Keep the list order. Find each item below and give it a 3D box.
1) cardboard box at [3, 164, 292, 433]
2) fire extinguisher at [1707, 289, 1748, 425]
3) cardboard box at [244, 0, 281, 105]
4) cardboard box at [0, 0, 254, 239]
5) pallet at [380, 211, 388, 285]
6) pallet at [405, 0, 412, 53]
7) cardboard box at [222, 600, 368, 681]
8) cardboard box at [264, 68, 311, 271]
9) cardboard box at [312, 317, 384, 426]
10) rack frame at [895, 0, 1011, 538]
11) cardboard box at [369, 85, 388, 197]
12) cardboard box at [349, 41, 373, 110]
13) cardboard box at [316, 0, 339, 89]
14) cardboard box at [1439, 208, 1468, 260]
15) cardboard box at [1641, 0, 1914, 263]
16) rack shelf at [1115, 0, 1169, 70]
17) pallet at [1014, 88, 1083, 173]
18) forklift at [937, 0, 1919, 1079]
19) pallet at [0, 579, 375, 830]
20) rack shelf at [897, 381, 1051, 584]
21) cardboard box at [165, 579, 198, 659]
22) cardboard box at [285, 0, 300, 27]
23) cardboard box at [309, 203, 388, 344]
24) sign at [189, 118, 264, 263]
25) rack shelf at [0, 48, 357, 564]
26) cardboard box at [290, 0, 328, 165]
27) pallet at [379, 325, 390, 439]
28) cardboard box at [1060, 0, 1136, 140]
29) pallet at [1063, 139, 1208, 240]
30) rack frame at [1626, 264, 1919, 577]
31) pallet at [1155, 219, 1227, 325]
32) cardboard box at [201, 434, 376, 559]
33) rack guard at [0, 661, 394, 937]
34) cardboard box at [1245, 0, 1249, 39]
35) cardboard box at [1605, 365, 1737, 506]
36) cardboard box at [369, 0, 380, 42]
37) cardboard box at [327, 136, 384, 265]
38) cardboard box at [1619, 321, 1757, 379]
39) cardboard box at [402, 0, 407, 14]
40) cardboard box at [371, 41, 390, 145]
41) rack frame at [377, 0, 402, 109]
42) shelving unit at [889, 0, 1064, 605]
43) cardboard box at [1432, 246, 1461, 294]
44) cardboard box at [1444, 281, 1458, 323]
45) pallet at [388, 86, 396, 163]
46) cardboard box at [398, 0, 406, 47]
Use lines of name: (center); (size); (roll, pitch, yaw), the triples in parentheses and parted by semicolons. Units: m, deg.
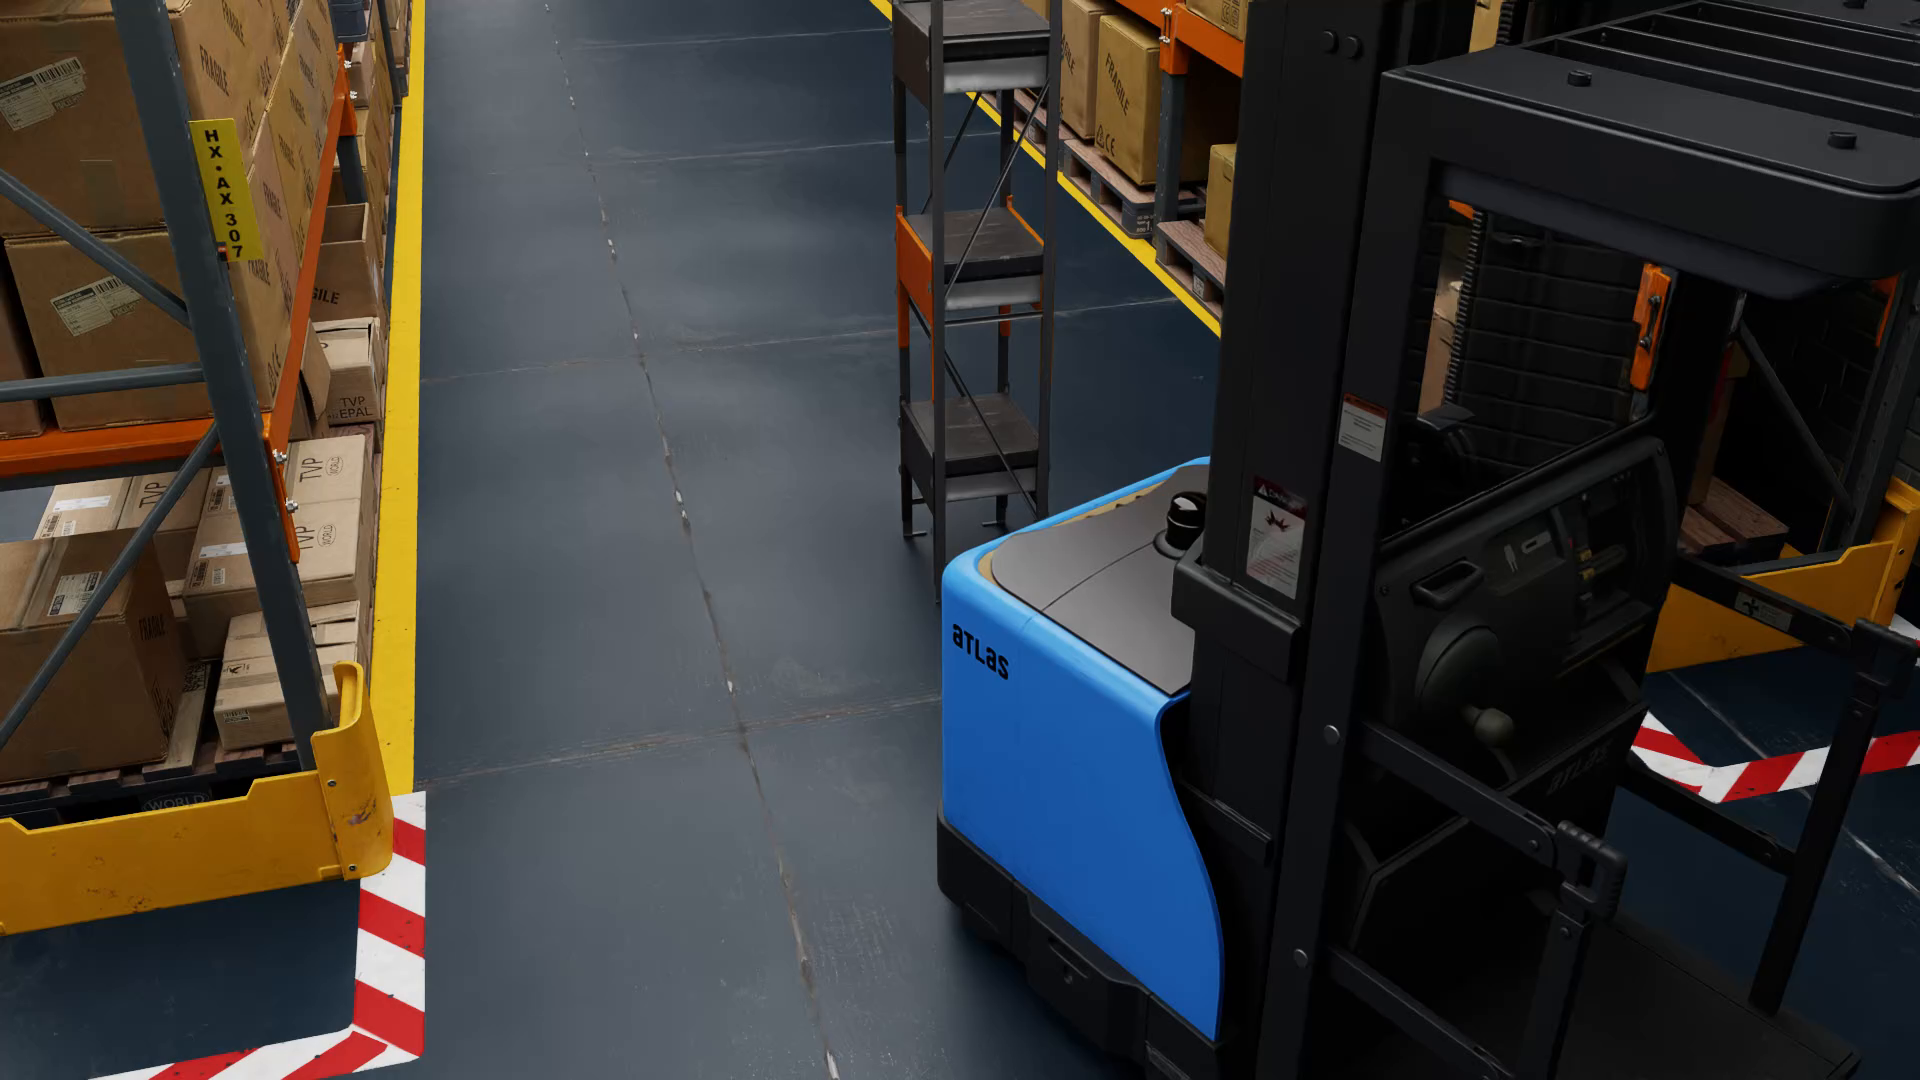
cardboard box: (-2.041, -0.630, 4.244); (0.500, 0.500, 0.500); (-7, 31, -12)
fire extinguisher: (2.193, -0.669, 4.860); (0.296, 0.674, 0.183); (-8, 31, -13)
cardboard box: (-2.315, -1.556, 4.847); (0.500, 0.500, 0.500); (-7, 31, -13)
cardboard box: (-2.041, -1.063, 3.994); (0.500, 0.500, 0.500); (-7, 31, -12)
pallet: (-3.491, -1.450, 8.545); (1.003, 0.211, 1.213); (-8, 31, -13)
pallet: (-4.802, -3.985, 12.924); (1.003, 0.211, 1.213); (-8, 31, -13)
cardboard box: (-2.024, 0.330, 5.075); (0.380, 0.166, 0.250); (-8, 31, -13)
cardboard box: (-2.313, -1.121, 5.093); (0.500, 0.500, 0.500); (-8, 31, -13)
cardboard box: (-2.615, -0.696, 6.703); (0.500, 0.311, 0.500); (-8, 31, -13)
rack frame: (-0.021, -0.947, 5.789); (0.400, 2.100, 0.015); (-8, 31, -13)
cardboard box: (-3.410, -2.142, 9.013); (0.500, 0.500, 0.500); (-7, 31, -13)
cardboard box: (-3.398, -2.451, 8.798); (0.500, 0.250, 0.500); (-8, 31, -13)
cardboard box: (-2.859, -2.105, 6.793); (0.500, 0.500, 0.500); (-7, 31, -12)
cardboard box: (2.203, -1.282, 6.898); (0.380, 0.149, 0.250); (-8, 31, -13)
cardboard box: (2.453, -1.373, 5.328); (0.980, 0.700, 0.700); (-6, 31, -11)
rack shelf: (1.005, -3.584, 10.166); (1.077, 0.370, 4.000); (-8, 31, -13)
pallet: (0.931, -2.676, 10.662); (1.003, 0.211, 1.213); (-8, 31, -13)
forklift: (1.247, 0.137, 3.087); (1.130, 2.935, 3.031); (-22, 36, -33)
pallet: (-2.410, 0.448, 5.266); (1.003, 0.211, 1.213); (-8, 31, -13)
rack shelf: (0.044, -0.211, 5.943); (0.431, 0.518, 0.480); (-8, 31, -13)
cardboard box: (-2.580, 0.261, 5.194); (0.380, 0.166, 0.250); (-8, 31, -13)
cardboard box: (-2.583, -2.045, 5.691); (0.500, 0.500, 0.500); (-8, 31, -13)
cardboard box: (-2.814, -1.140, 7.282); (0.500, 0.500, 0.500); (-8, 31, -13)
sign: (-1.654, -0.784, 3.746); (0.100, 0.325, 0.005); (-8, 31, -13)
rack shelf: (-2.708, -0.992, 5.688); (1.077, 0.370, 4.000); (-8, 31, -13)
cardboard box: (-2.582, -1.609, 5.935); (0.500, 0.500, 0.500); (-7, 31, -12)
pallet: (-3.058, -0.730, 7.302); (1.003, 0.211, 1.213); (-8, 31, -13)
cardboard box: (0.999, -2.907, 10.004); (0.750, 0.750, 0.750); (-7, 31, -12)
pallet: (1.258, -2.085, 9.642); (1.003, 0.211, 1.213); (-8, 31, -13)
rack frame: (2.598, -0.998, 4.980); (1.000, 3.000, 0.127); (-8, 31, -13)
pallet: (1.662, -1.345, 8.363); (1.003, 0.211, 1.213); (-8, 31, -13)
cardboard box: (-2.314, -0.121, 5.770); (0.500, 0.250, 0.500); (-8, 31, -13)
rack guard: (-2.198, 0.708, 4.528); (1.175, 0.500, 0.348); (-8, 31, -13)
cardboard box: (1.853, -2.442, 7.175); (0.980, 0.700, 0.700); (-9, 31, -15)
cardboard box: (2.315, -0.422, 6.062); (0.700, 0.500, 0.500); (-8, 31, -13)
cardboard box: (-3.807, -3.187, 10.070); (0.500, 0.250, 0.500); (-7, 31, -11)
cardboard box: (-3.133, -1.644, 8.152); (0.500, 0.500, 0.500); (-9, 31, -16)
cardboard box: (2.541, -0.669, 5.841); (0.380, 0.149, 0.250); (-8, 31, -13)
cardboard box: (-4.570, -4.226, 12.882); (0.500, 0.250, 0.500); (-7, 31, -12)
cardboard box: (-3.689, -2.639, 9.872); (0.500, 0.500, 0.500); (-9, 31, -15)
rack frame: (-4.301, -4.201, 10.514); (1.000, 3.000, 0.127); (-8, 31, -13)
shelving unit: (0.044, -0.829, 5.586); (0.431, 2.100, 0.503); (-8, 31, -13)
cardboard box: (2.048, -0.907, 6.899); (0.700, 0.500, 0.500); (-9, 31, -15)
cardboard box: (2.037, -0.864, 6.178); (0.380, 0.149, 0.250); (-7, 31, -12)
pallet: (-4.139, -2.629, 10.581); (1.003, 0.211, 1.213); (-8, 31, -13)
cardboard box: (-4.291, -3.728, 12.021); (0.500, 0.250, 0.500); (-9, 31, -15)
